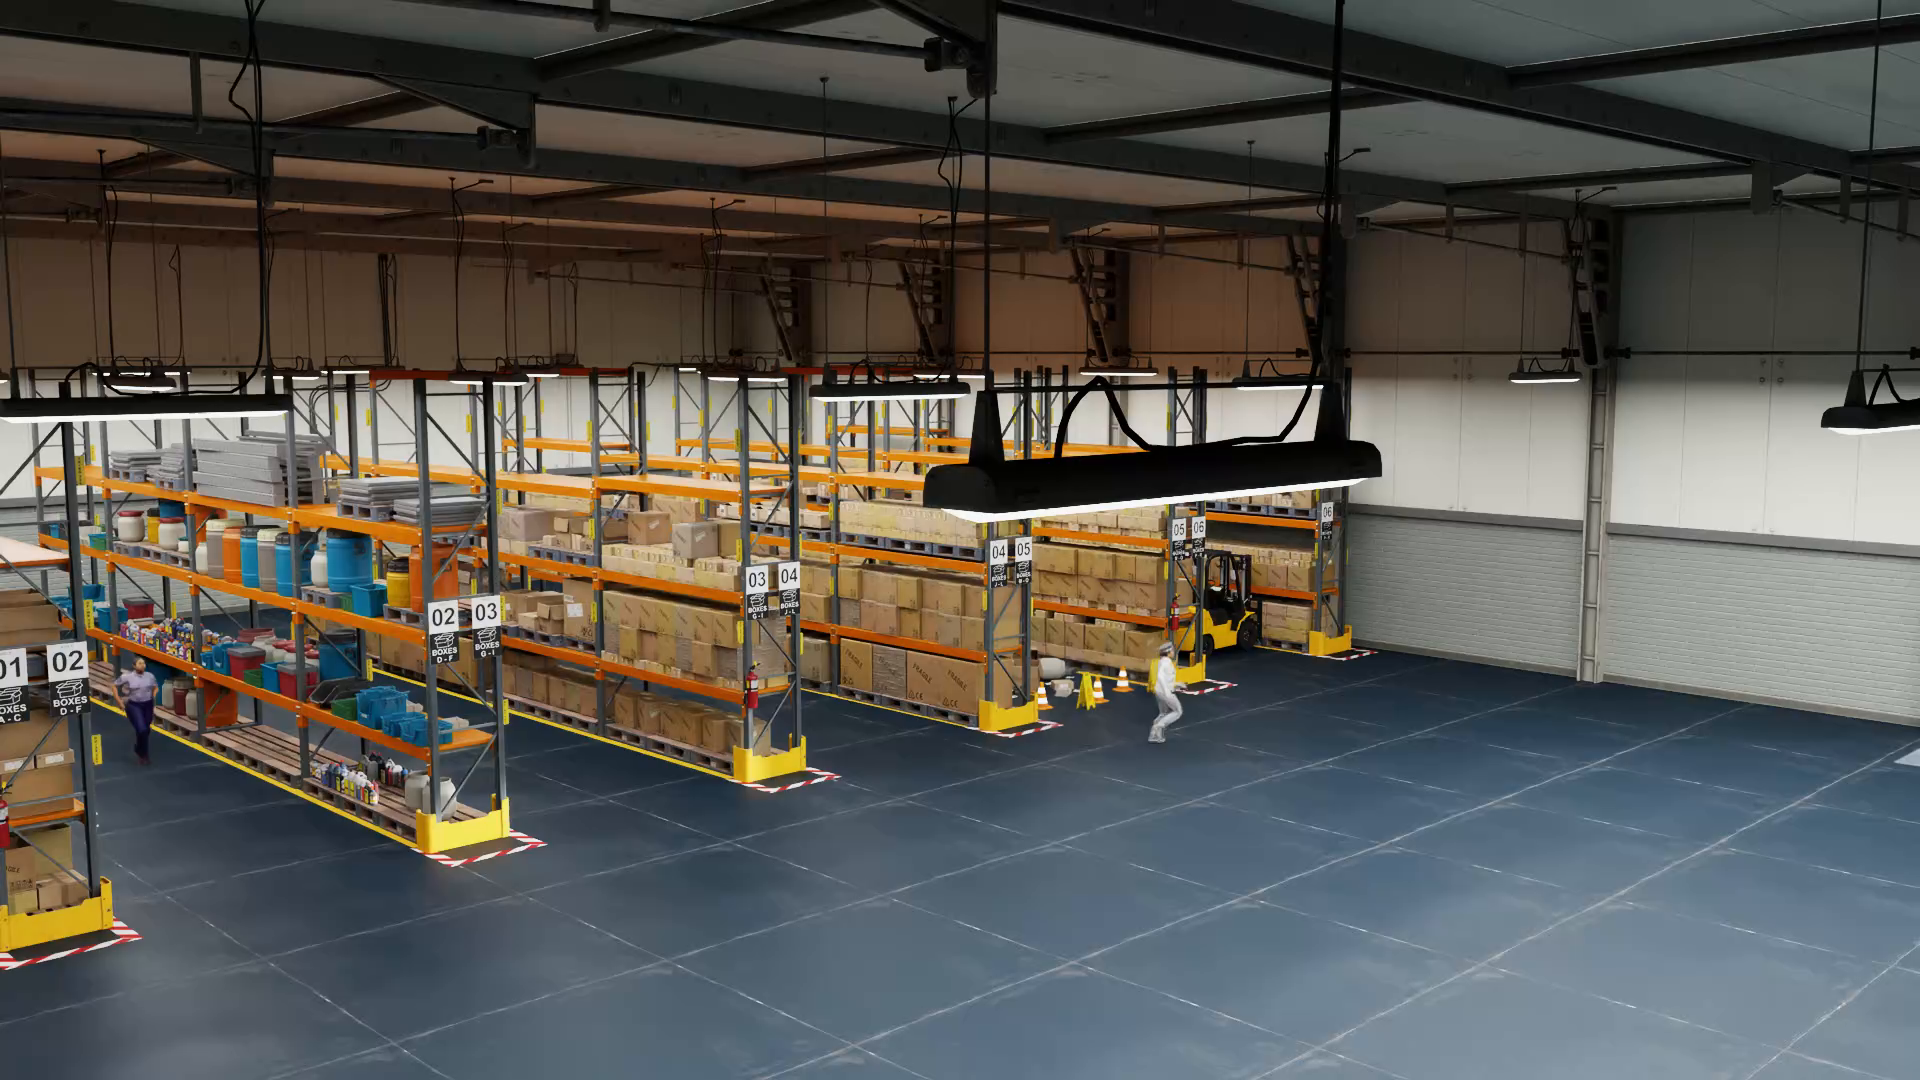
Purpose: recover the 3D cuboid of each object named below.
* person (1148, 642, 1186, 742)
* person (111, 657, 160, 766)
[{"bbox_3d":[3.374,2.467,26.964,0.631,1.639,0.599,-1,7,-8],"label":"person"},{"bbox_3d":[-12.689,2.651,25.714,0.735,1.674,0.607,5,8,36],"label":"person"}]
